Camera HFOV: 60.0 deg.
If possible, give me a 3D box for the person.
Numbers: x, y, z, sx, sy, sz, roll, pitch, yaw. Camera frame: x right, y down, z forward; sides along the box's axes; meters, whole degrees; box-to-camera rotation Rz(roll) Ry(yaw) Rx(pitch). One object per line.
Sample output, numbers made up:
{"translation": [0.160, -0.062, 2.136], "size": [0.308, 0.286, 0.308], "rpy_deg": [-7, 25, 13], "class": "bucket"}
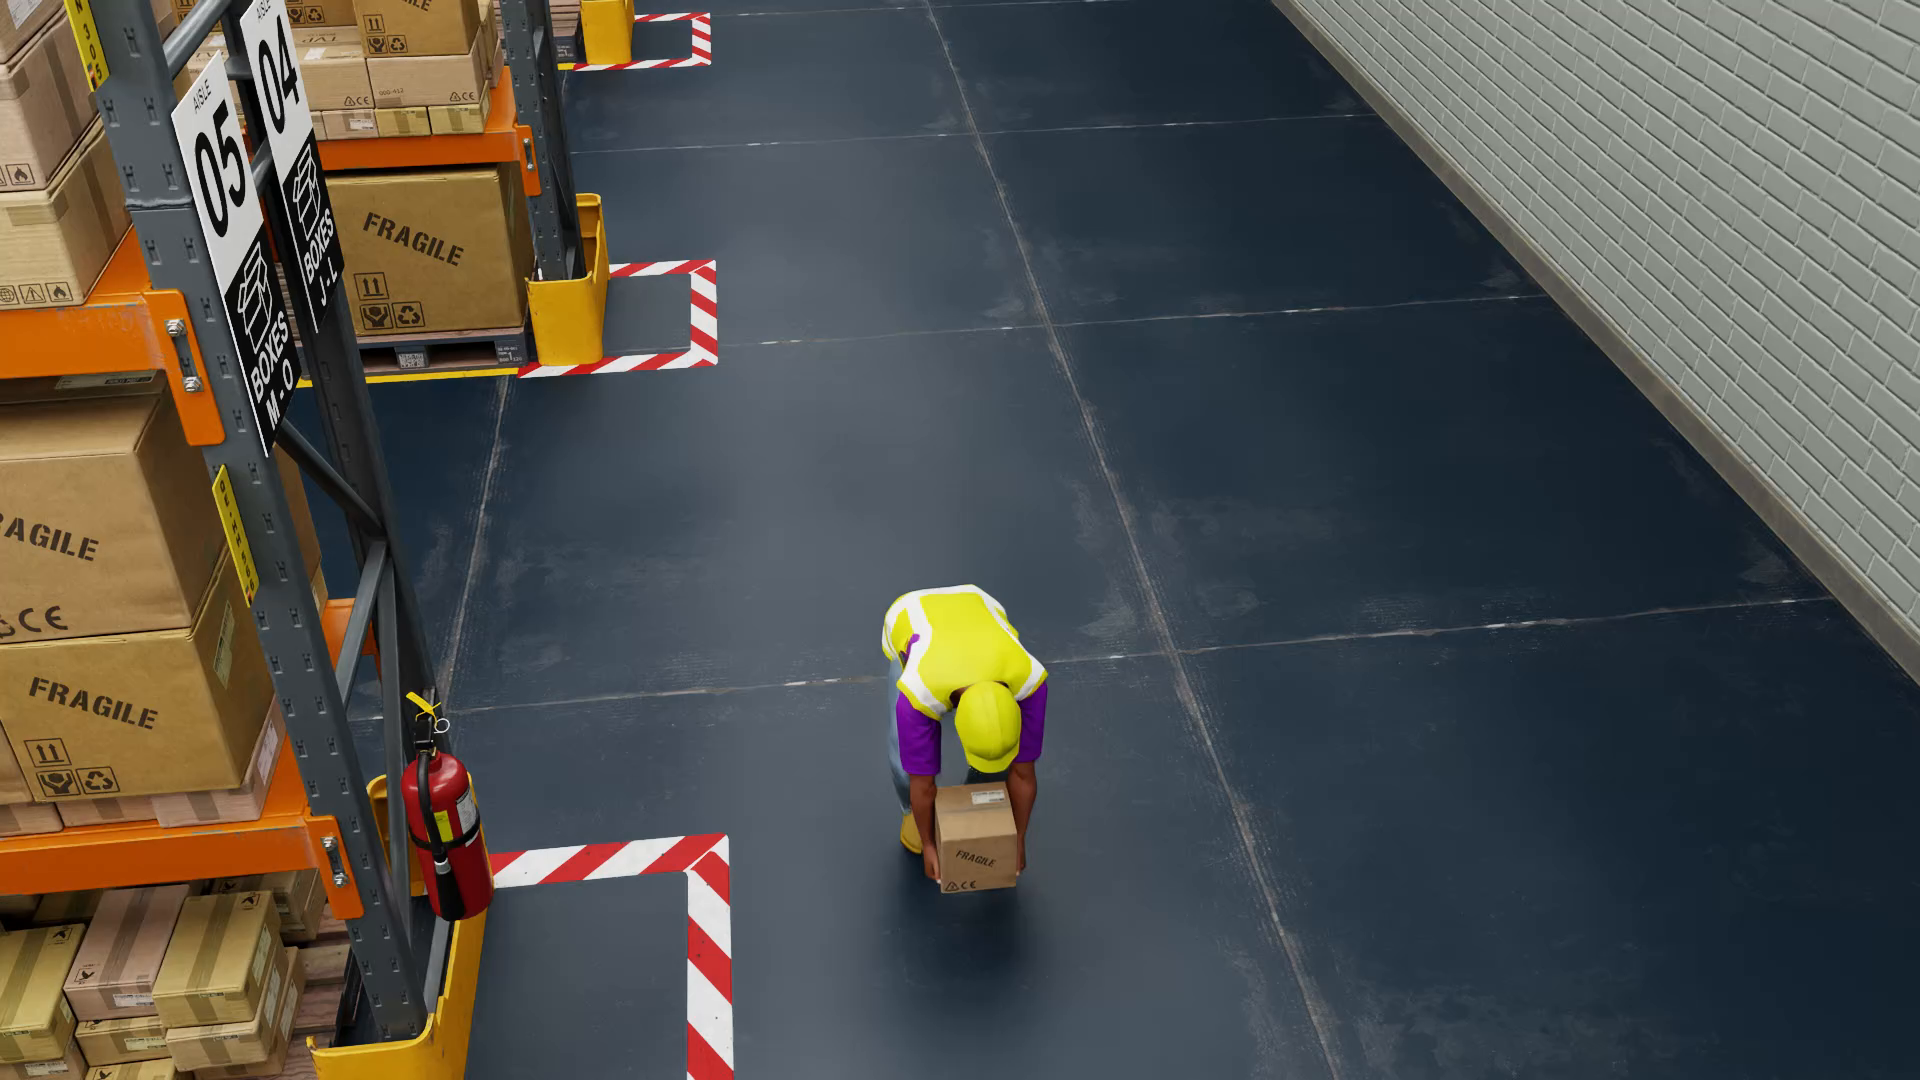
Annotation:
{"translation": [0.014, 0.709, 5.719], "size": [0.515, 1.056, 0.925], "rpy_deg": [-6, 35, -9], "class": "person"}
